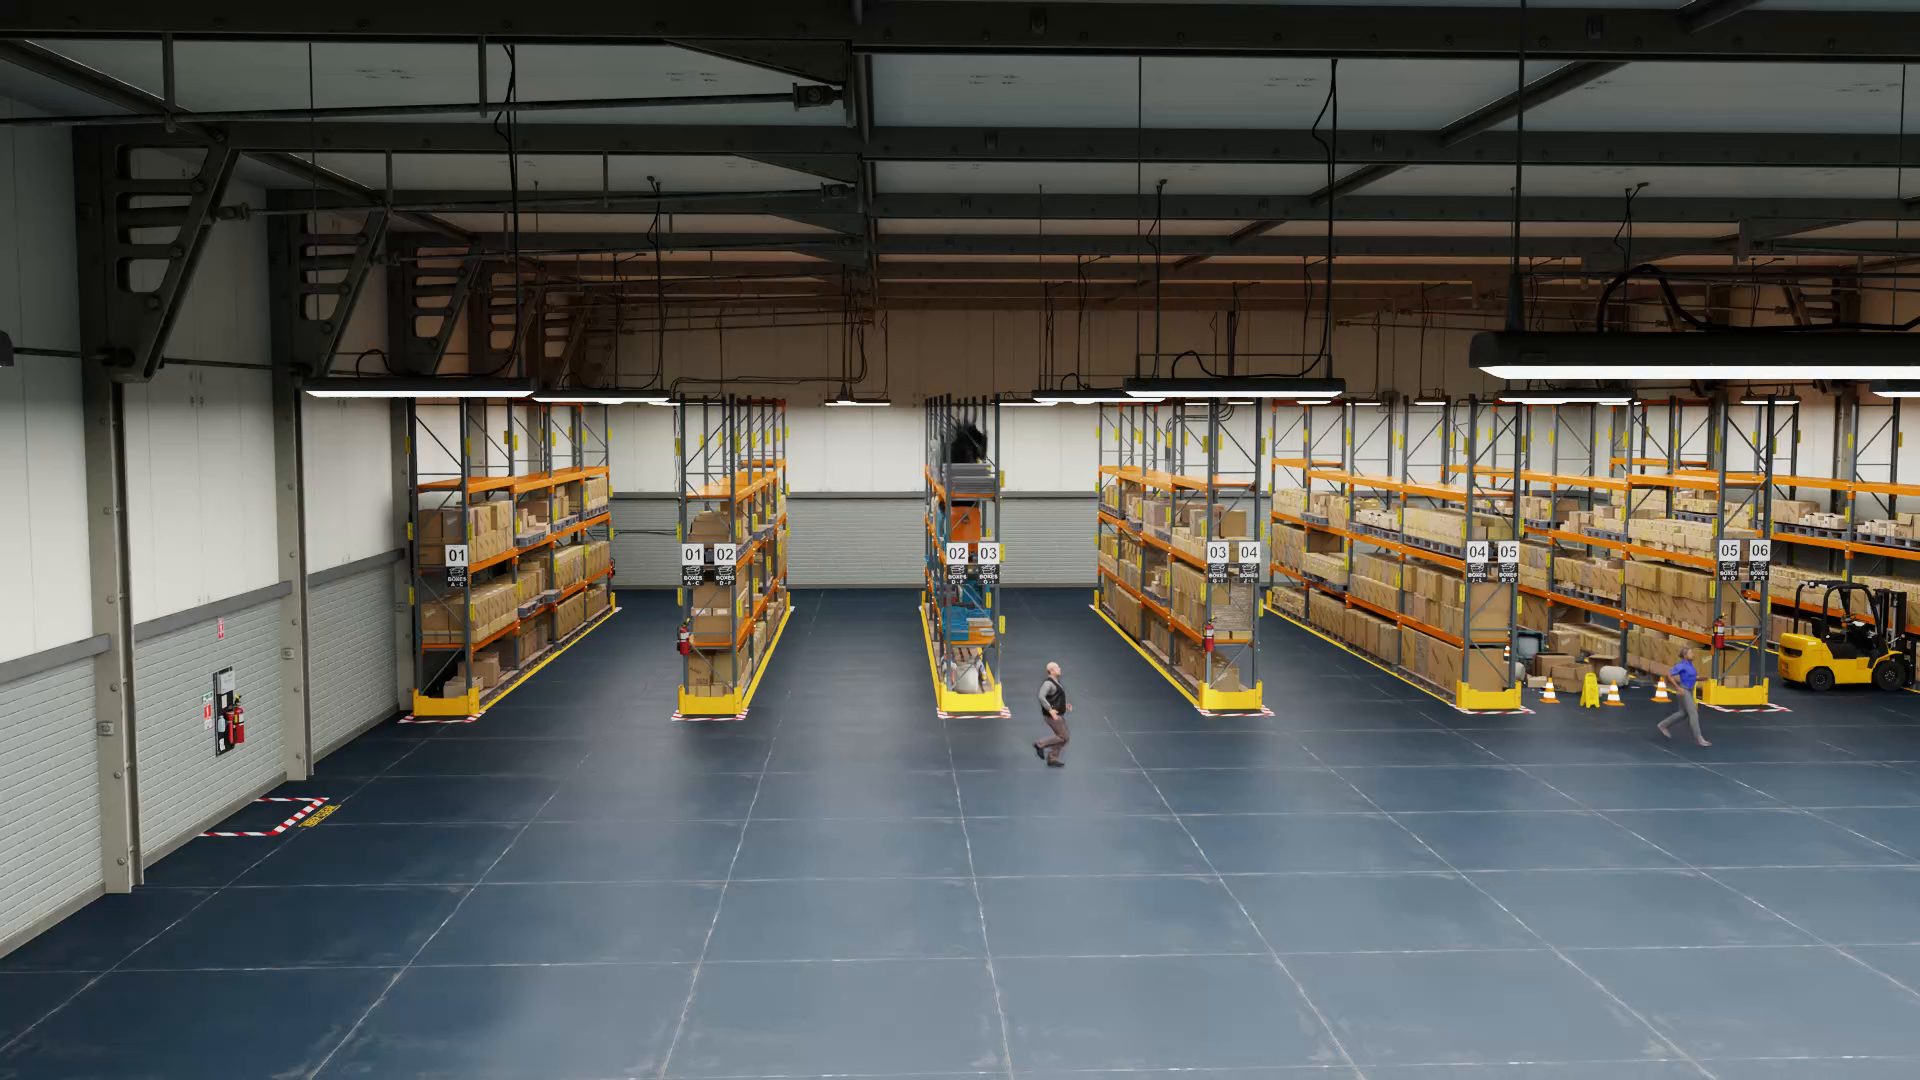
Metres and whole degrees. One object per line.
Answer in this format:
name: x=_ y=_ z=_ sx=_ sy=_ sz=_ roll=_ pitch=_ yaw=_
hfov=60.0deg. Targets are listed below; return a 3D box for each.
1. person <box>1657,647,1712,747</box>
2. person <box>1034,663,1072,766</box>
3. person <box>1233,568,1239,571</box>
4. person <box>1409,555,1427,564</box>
person: x=12.358 y=2.641 z=28.314 sx=0.923 sy=1.642 sz=0.577 roll=4 pitch=6 yaw=40
person: x=1.491 y=2.793 z=26.598 sx=0.581 sy=1.676 sz=0.662 roll=1 pitch=5 yaw=17
person: x=7.634 y=1.166 z=47.579 sx=0.618 sy=1.621 sz=0.512 roll=4 pitch=6 yaw=40
person: x=13.511 y=0.956 z=49.404 sx=1.027 sy=1.788 sz=0.759 roll=0 pitch=5 yaw=4
